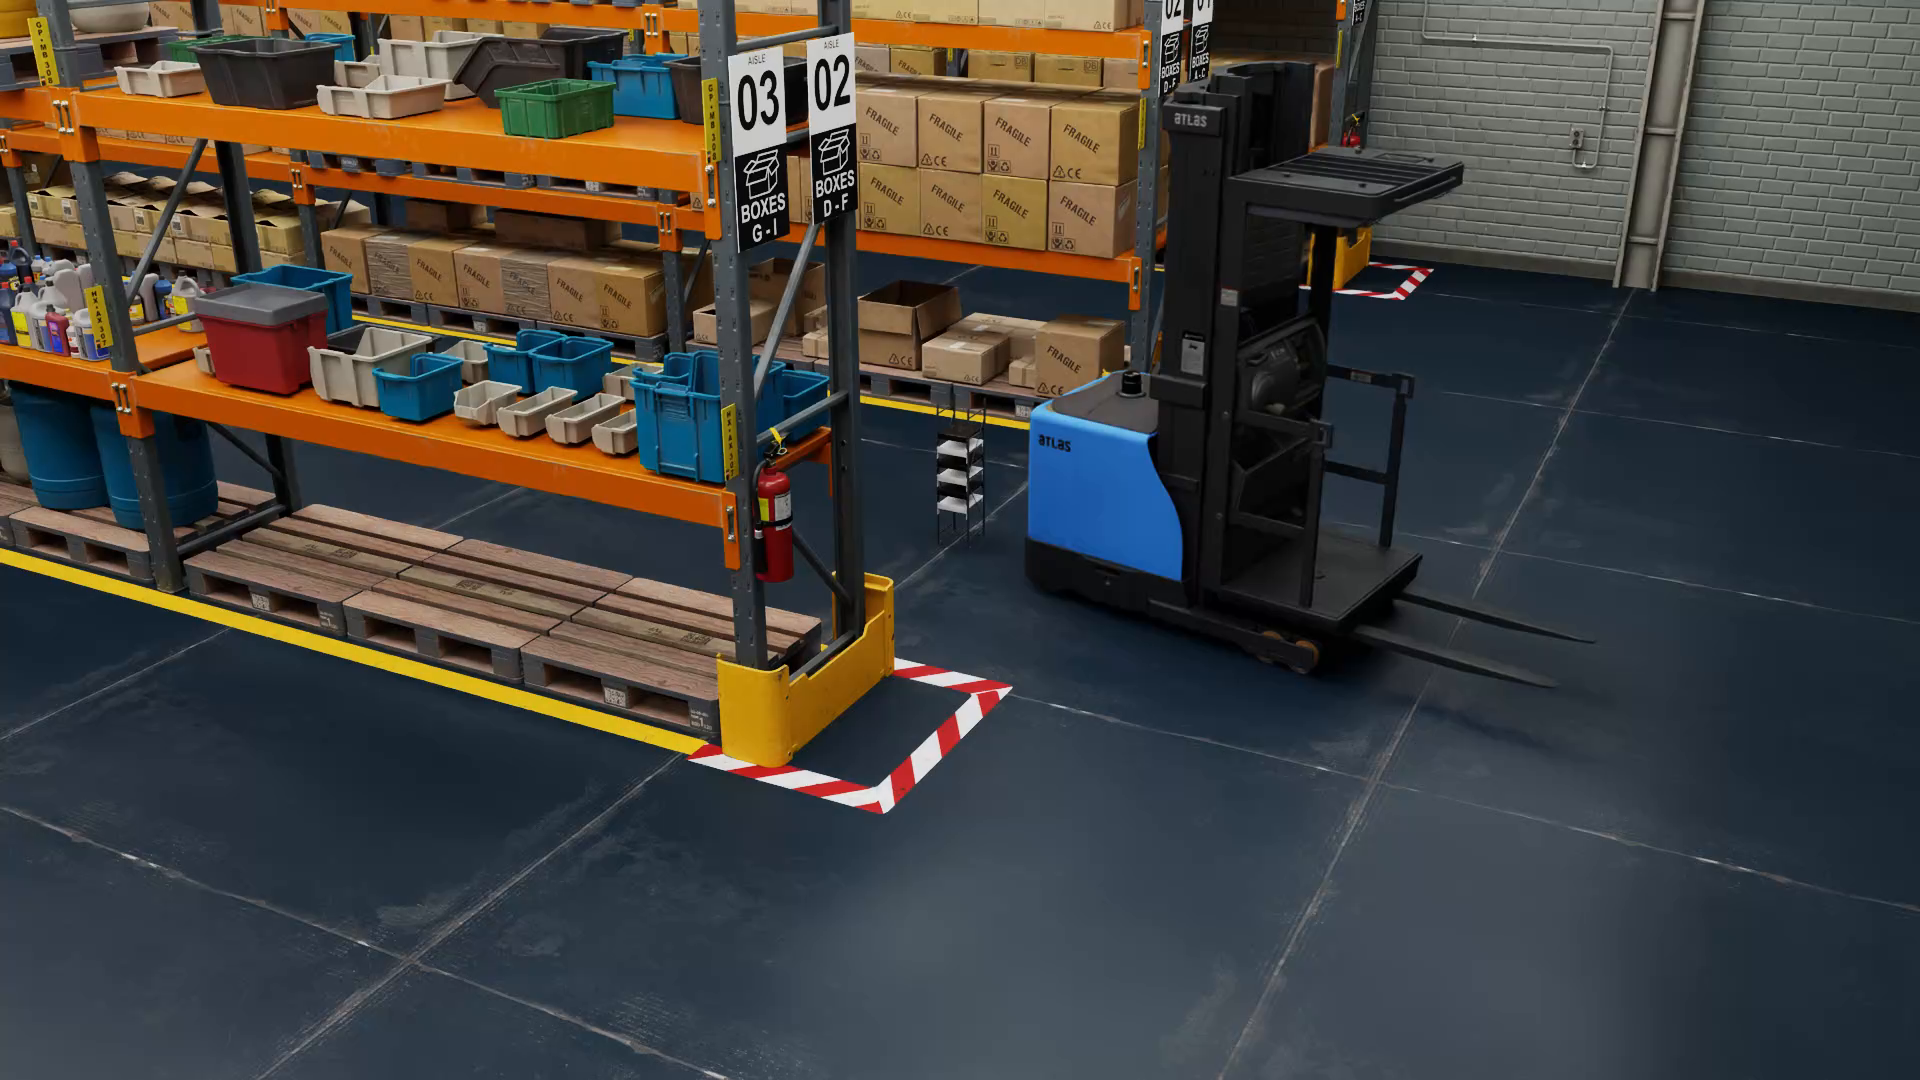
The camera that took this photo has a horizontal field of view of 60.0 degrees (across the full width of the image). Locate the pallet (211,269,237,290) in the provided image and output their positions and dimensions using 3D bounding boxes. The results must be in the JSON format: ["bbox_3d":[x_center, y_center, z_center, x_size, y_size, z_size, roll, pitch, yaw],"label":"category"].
[{"bbox_3d":[-6.380,-2.560,16.001,1.213,0.211,1.003,11,25,25],"label":"pallet"}]

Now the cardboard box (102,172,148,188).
[{"bbox_3d":[-8.741,-3.605,17.155,0.500,0.311,0.500,11,25,25],"label":"cardboard box"}]

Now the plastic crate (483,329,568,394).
[{"bbox_3d":[-2.276,-0.937,8.758,0.300,0.233,0.416,11,25,25],"label":"plastic crate"}]

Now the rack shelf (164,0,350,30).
[{"bbox_3d":[-7.447,-5.087,15.465,4.000,0.370,1.077,11,25,25],"label":"rack shelf"}]

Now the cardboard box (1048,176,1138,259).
[{"bbox_3d":[0.954,-2.302,11.702,0.500,0.500,0.500,12,26,26],"label":"cardboard box"}]

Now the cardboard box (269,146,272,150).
[{"bbox_3d":[-6.373,-3.869,15.629,0.500,0.311,0.500,11,25,24],"label":"cardboard box"}]

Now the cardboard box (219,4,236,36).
[{"bbox_3d":[-9.385,-6.740,21.473,0.500,0.500,0.500,10,25,23],"label":"cardboard box"}]

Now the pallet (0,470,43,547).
[{"bbox_3d":[-6.094,-0.331,10.760,1.213,0.211,1.003,11,25,25],"label":"pallet"}]

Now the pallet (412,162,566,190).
[{"bbox_3d":[-3.925,-3.254,14.315,1.213,0.211,1.003,11,25,25],"label":"pallet"}]

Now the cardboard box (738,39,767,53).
[{"bbox_3d":[-2.207,-5.248,18.225,0.500,0.500,0.500,11,25,24],"label":"cardboard box"}]

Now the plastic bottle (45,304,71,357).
[{"bbox_3d":[-5.056,-1.177,9.333,0.133,0.283,0.061,11,25,25],"label":"plastic bottle"}]

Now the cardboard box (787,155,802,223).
[{"bbox_3d":[-1.303,-2.750,12.755,0.500,0.500,0.500,12,26,25],"label":"cardboard box"}]

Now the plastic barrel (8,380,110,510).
[{"bbox_3d":[-5.441,-0.704,10.216,0.708,0.901,0.600,11,25,25],"label":"plastic barrel"}]

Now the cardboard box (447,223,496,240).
[{"bbox_3d":[-4.260,-2.562,15.073,0.500,0.500,0.500,10,25,23],"label":"cardboard box"}]

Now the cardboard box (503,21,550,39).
[{"bbox_3d":[-4.977,-5.955,19.731,0.500,0.500,0.700,11,25,25],"label":"cardboard box"}]

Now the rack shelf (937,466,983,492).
[{"bbox_3d":[0.007,-0.382,10.084,0.200,0.077,0.258,11,25,25],"label":"rack shelf"}]

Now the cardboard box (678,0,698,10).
[{"bbox_3d":[-1.771,-4.117,12.457,0.500,0.250,0.500,11,25,25],"label":"cardboard box"}]

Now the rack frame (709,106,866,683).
[{"bbox_3d":[-0.761,-0.543,7.693,0.127,3.000,1.000,11,25,25],"label":"rack frame"}]

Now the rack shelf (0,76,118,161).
[{"bbox_3d":[-6.116,-2.651,9.738,4.000,0.370,1.077,11,25,25],"label":"rack shelf"}]

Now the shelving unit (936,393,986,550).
[{"bbox_3d":[0.007,-0.413,10.071,0.210,0.900,0.258,11,25,25],"label":"shelving unit"}]

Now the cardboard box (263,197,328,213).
[{"bbox_3d":[-6.470,-3.155,16.097,0.500,0.311,0.500,11,25,23],"label":"cardboard box"}]

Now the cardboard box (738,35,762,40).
[{"bbox_3d":[-2.214,-5.601,18.095,0.500,0.250,0.500,11,26,25],"label":"cardboard box"}]

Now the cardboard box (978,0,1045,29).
[{"bbox_3d":[0.458,-3.674,11.415,0.500,0.250,0.500,11,25,25],"label":"cardboard box"}]

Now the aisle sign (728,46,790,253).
[{"bbox_3d":[-0.829,-1.624,6.914,0.004,0.787,0.394,11,25,25],"label":"aisle sign"}]

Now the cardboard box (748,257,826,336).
[{"bbox_3d":[-1.456,-2.029,13.820,0.500,0.500,0.500,11,25,25],"label":"cardboard box"}]

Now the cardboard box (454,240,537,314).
[{"bbox_3d":[-4.002,-2.285,14.423,0.500,0.500,0.500,10,25,23],"label":"cardboard box"}]

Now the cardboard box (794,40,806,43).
[{"bbox_3d":[-1.756,-5.513,17.888,0.500,0.250,0.500,11,25,23],"label":"cardboard box"}]

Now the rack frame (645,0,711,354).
[{"bbox_3d":[-2.093,-2.978,13.420,0.127,3.000,1.000,11,25,25],"label":"rack frame"}]

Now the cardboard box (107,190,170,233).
[{"bbox_3d":[-8.069,-3.236,16.286,0.500,0.311,0.500,10,25,23],"label":"cardboard box"}]

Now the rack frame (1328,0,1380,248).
[{"bbox_3d":[3.709,-4.003,15.829,0.127,3.000,1.000,11,25,25],"label":"rack frame"}]

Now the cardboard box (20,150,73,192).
[{"bbox_3d":[-9.505,-3.855,17.501,0.500,0.500,0.500,11,25,25],"label":"cardboard box"}]

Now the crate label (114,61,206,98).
[{"bbox_3d":[-4.025,-2.321,8.378,0.466,0.136,0.293,11,25,25],"label":"crate label"}]

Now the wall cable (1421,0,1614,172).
[{"bbox_3d":[5.278,-4.574,15.875,1.851,1.984,0.084,11,25,25],"label":"wall cable"}]

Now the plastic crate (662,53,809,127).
[{"bbox_3d":[-0.979,-2.028,7.520,0.590,0.269,0.497,11,25,25],"label":"plastic crate"}]

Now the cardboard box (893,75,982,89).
[{"bbox_3d":[-0.168,-3.218,12.578,0.500,0.500,0.500,11,25,24],"label":"cardboard box"}]

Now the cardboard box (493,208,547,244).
[{"bbox_3d":[-3.755,-2.811,14.700,0.500,0.250,0.500,11,25,24],"label":"cardboard box"}]

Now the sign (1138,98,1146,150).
[{"bbox_3d":[1.209,-2.760,11.023,0.005,0.325,0.100,11,25,25],"label":"sign"}]

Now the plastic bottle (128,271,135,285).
[{"bbox_3d":[-4.990,-1.499,10.107,0.097,0.271,0.097,0,23,0],"label":"plastic bottle"}]

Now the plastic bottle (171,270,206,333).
[{"bbox_3d":[-4.535,-1.409,9.792,0.185,0.351,0.144,11,25,25],"label":"plastic bottle"}]

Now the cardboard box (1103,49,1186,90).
[{"bbox_3d":[1.918,-4.490,16.591,0.700,0.700,0.980,10,25,22],"label":"cardboard box"}]

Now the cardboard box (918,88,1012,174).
[{"bbox_3d":[0.040,-2.939,11.923,0.500,0.500,0.500,12,26,26],"label":"cardboard box"}]

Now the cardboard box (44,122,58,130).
[{"bbox_3d":[-8.773,-4.250,16.603,0.500,0.250,0.500,13,26,28],"label":"cardboard box"}]

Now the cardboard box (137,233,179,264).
[{"bbox_3d":[-7.611,-2.890,16.189,0.500,0.250,0.500,12,26,26],"label":"cardboard box"}]

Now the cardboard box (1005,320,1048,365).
[{"bbox_3d":[0.673,-1.492,12.878,0.500,0.250,0.500,11,25,25],"label":"cardboard box"}]

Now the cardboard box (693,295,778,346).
[{"bbox_3d":[-1.816,-1.794,13.508,0.500,0.311,0.500,11,25,25],"label":"cardboard box"}]

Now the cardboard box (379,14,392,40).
[{"bbox_3d":[-7.326,-6.563,21.057,0.500,0.500,0.500,11,25,23],"label":"cardboard box"}]

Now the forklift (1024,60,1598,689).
[{"bbox_3d":[1.854,-0.893,8.604,3.031,2.935,1.130,16,28,34],"label":"forklift"}]

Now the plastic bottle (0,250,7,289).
[{"bbox_3d":[-6.071,-1.700,10.563,0.133,0.283,0.061,11,25,25],"label":"plastic bottle"}]

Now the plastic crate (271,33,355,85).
[{"bbox_3d":[-3.375,-2.503,8.684,0.300,0.233,0.416,11,25,25],"label":"plastic crate"}]

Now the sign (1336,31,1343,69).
[{"bbox_3d":[3.451,-4.457,15.116,0.005,0.325,0.100,11,25,25],"label":"sign"}]

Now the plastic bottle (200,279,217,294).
[{"bbox_3d":[-4.466,-1.409,9.879,0.133,0.283,0.061,11,25,25],"label":"plastic bottle"}]

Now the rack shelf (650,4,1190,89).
[{"bbox_3d":[-0.308,-3.674,12.143,4.000,0.370,1.077,11,25,25],"label":"rack shelf"}]

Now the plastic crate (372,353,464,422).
[{"bbox_3d":[-2.710,-0.766,8.356,0.300,0.233,0.416,11,25,25],"label":"plastic crate"}]

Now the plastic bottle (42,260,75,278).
[{"bbox_3d":[-5.606,-1.611,10.364,0.135,0.276,0.152,11,25,25],"label":"plastic bottle"}]

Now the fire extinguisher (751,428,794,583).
[{"bbox_3d":[-0.832,-0.150,7.345,0.183,0.674,0.296,11,25,25],"label":"fire extinguisher"}]

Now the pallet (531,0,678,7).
[{"bbox_3d":[-2.643,-4.412,13.198,1.003,0.211,1.213,11,25,25],"label":"pallet"}]
